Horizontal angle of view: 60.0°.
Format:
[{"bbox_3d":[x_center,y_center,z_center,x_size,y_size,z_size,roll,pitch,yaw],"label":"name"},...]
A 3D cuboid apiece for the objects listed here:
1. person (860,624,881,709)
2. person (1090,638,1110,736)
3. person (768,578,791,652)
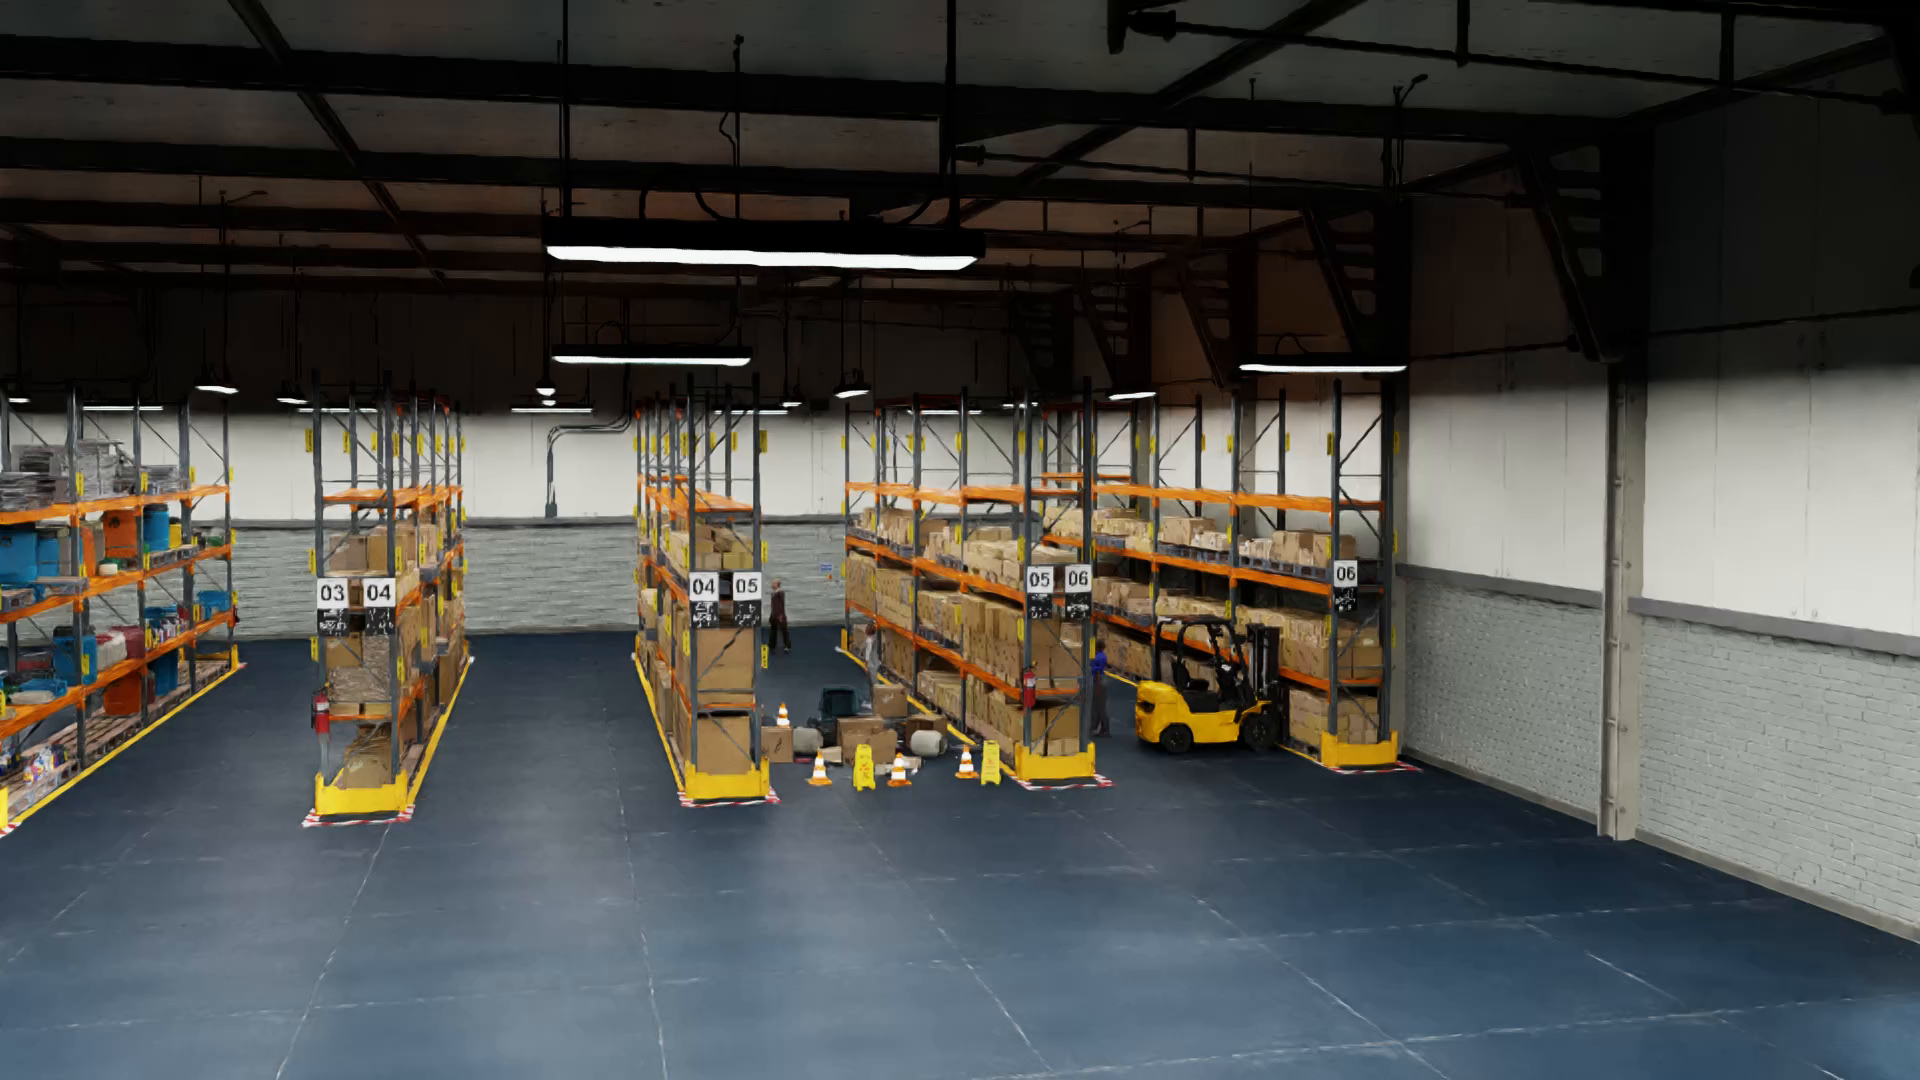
[{"bbox_3d":[-1.691,2.376,31.467,0.535,1.589,0.534,1,3,11],"label":"person"},{"bbox_3d":[2.355,2.511,28.692,0.506,1.658,0.545,1,3,13],"label":"person"},{"bbox_3d":[-4.413,1.806,39.957,0.680,1.774,0.699,-2,4,-30],"label":"person"}]
